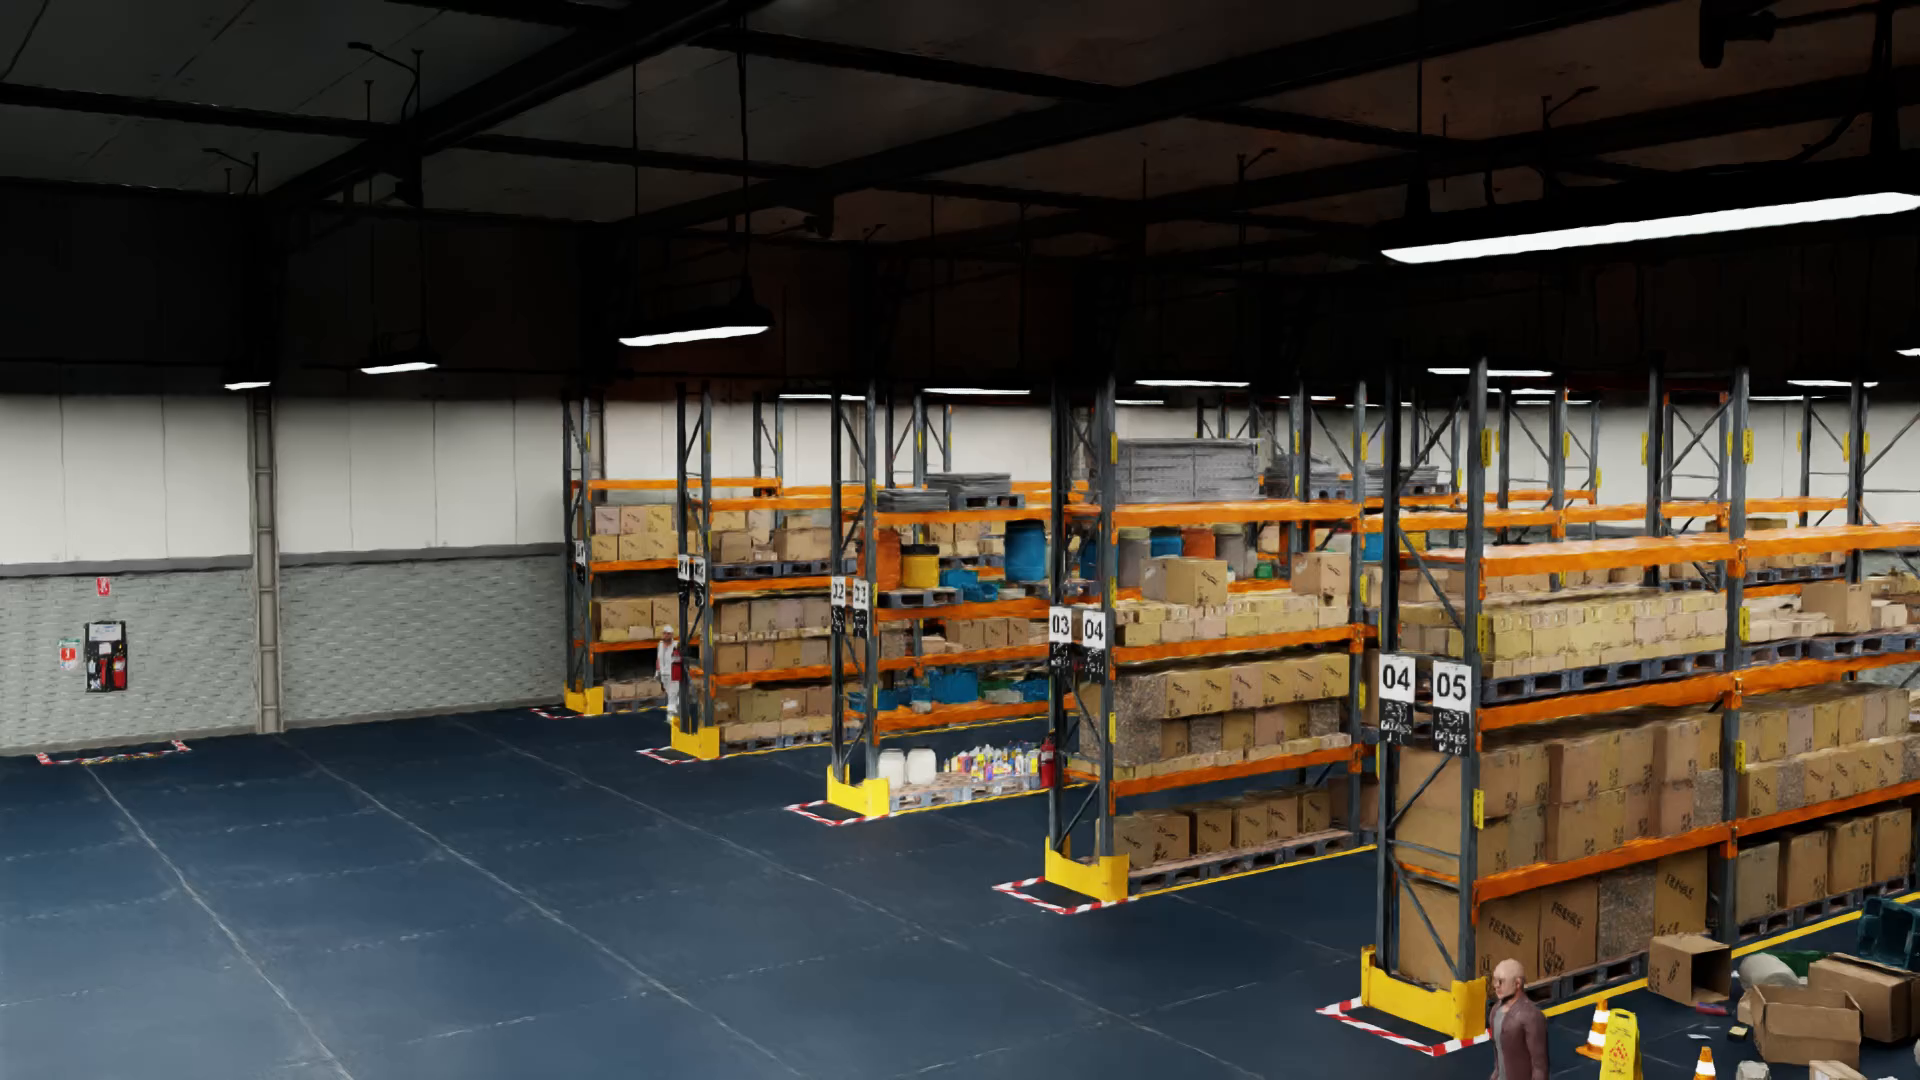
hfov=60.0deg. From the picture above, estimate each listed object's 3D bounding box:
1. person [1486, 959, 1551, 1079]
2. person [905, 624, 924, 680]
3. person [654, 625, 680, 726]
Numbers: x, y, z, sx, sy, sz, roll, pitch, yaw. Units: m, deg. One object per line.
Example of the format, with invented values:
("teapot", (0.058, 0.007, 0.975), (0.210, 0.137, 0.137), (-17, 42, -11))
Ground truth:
("person", (3.713, 3.603, 10.933), (1.046, 1.722, 0.635), (-1, 4, -14))
("person", (-0.928, 2.349, 31.764), (1.035, 1.510, 0.416), (-2, 4, -33))
("person", (-5.177, 2.388, 29.619), (0.581, 1.761, 0.948), (2, 4, 30))
